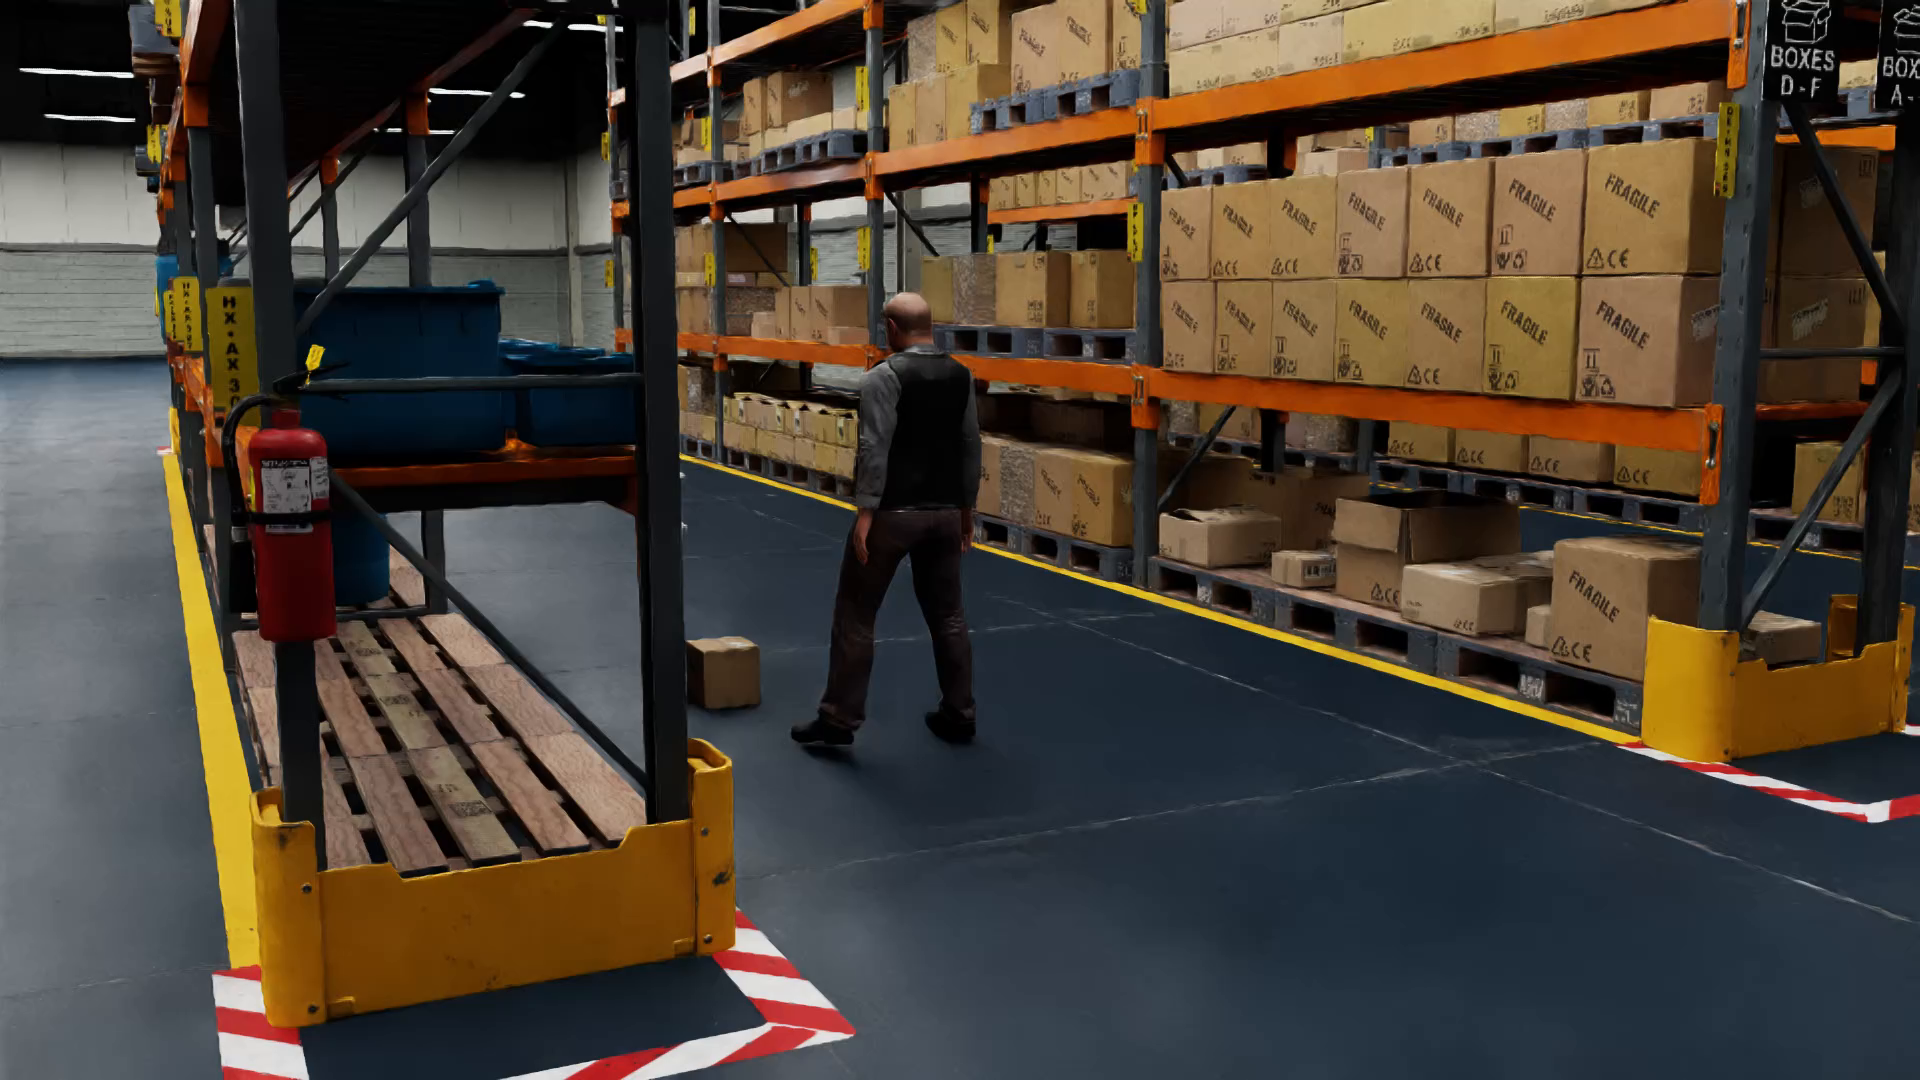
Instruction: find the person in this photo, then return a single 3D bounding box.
[{"bbox_3d":[-0.262,-0.077,6.331,0.699,1.714,0.469,-7,11,-39],"label":"person"}]
